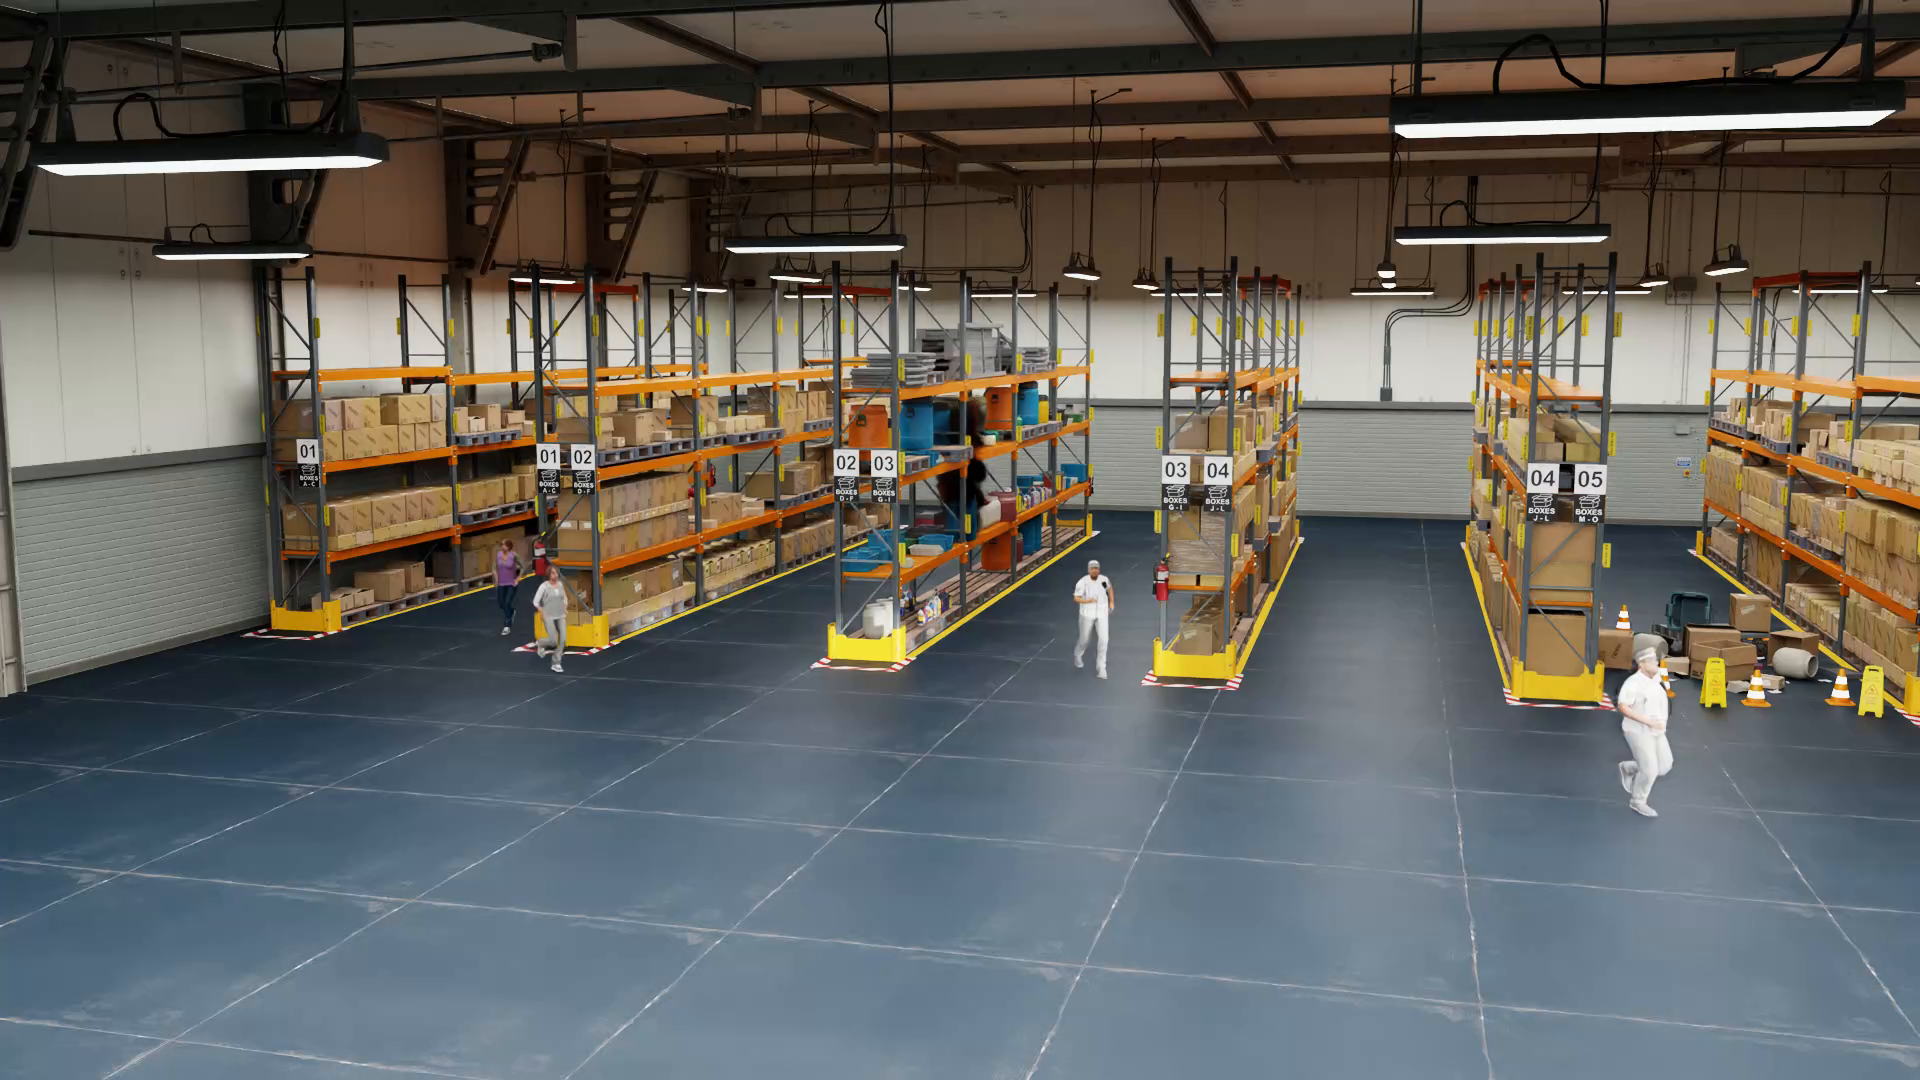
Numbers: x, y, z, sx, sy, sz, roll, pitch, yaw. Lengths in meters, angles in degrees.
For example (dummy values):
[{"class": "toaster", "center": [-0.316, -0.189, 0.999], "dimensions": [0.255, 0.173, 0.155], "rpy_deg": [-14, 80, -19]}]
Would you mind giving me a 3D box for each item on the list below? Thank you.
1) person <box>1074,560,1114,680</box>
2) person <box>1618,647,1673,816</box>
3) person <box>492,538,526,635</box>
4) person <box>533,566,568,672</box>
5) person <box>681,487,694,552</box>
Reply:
[{"class": "person", "center": [1.938, 1.123, 24.202], "dimensions": [0.612, 1.709, 0.896], "rpy_deg": [-1, 7, -6]}, {"class": "person", "center": [7.106, 1.965, 17.293], "dimensions": [0.697, 1.752, 0.627], "rpy_deg": [-5, 9, -35]}, {"class": "person", "center": [-7.466, 0.746, 27.595], "dimensions": [0.565, 1.590, 0.657], "rpy_deg": [1, 7, 6]}, {"class": "person", "center": [-6.007, 1.148, 24.478], "dimensions": [0.541, 1.556, 0.594], "rpy_deg": [-7, 10, -43]}, {"class": "person", "center": [-6.156, -0.507, 36.745], "dimensions": [0.649, 1.789, 0.863], "rpy_deg": [1, 7, 7]}]
